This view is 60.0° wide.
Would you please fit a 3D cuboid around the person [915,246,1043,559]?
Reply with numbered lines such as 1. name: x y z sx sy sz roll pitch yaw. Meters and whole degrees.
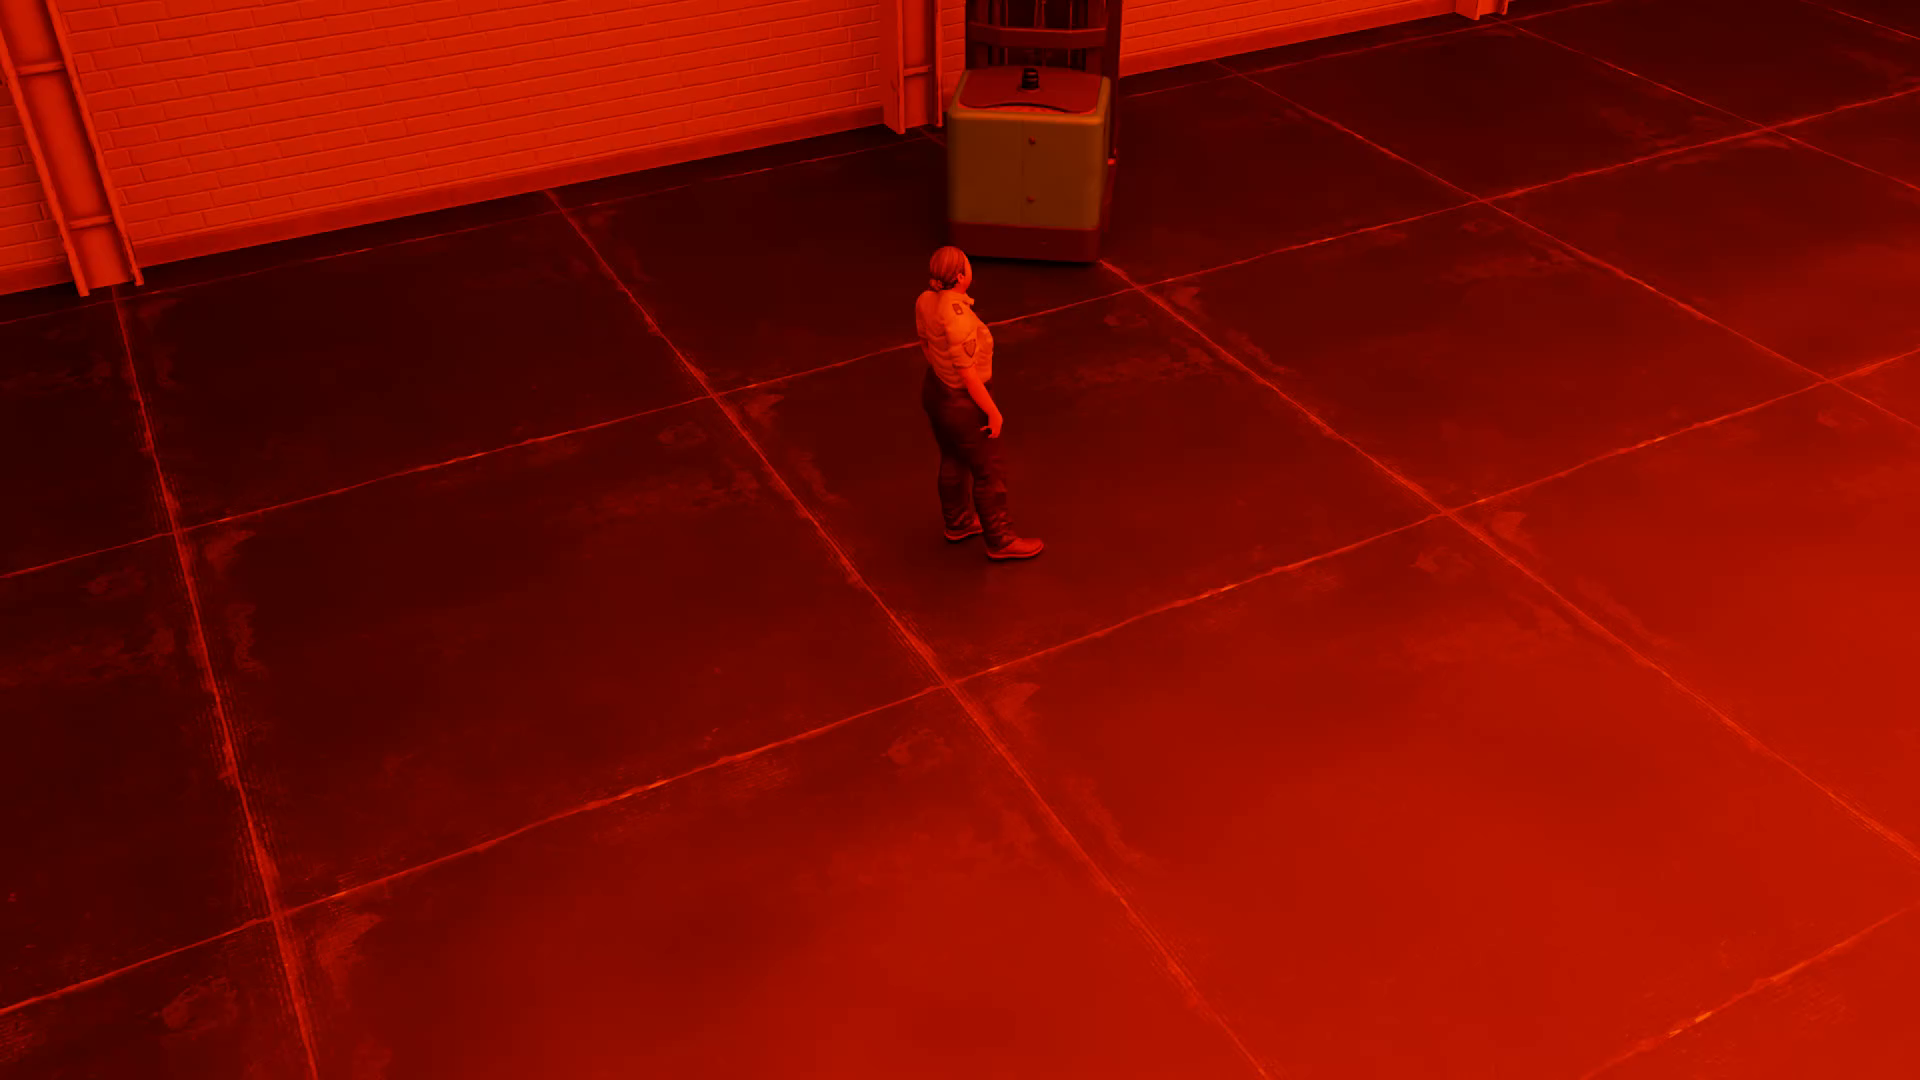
1. person: 0.090 -0.692 8.200 0.503 1.651 0.598 -17 39 -23

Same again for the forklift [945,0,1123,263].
1. forklift: 0.612 -3.901 11.642 1.130 2.935 3.031 5 36 6
